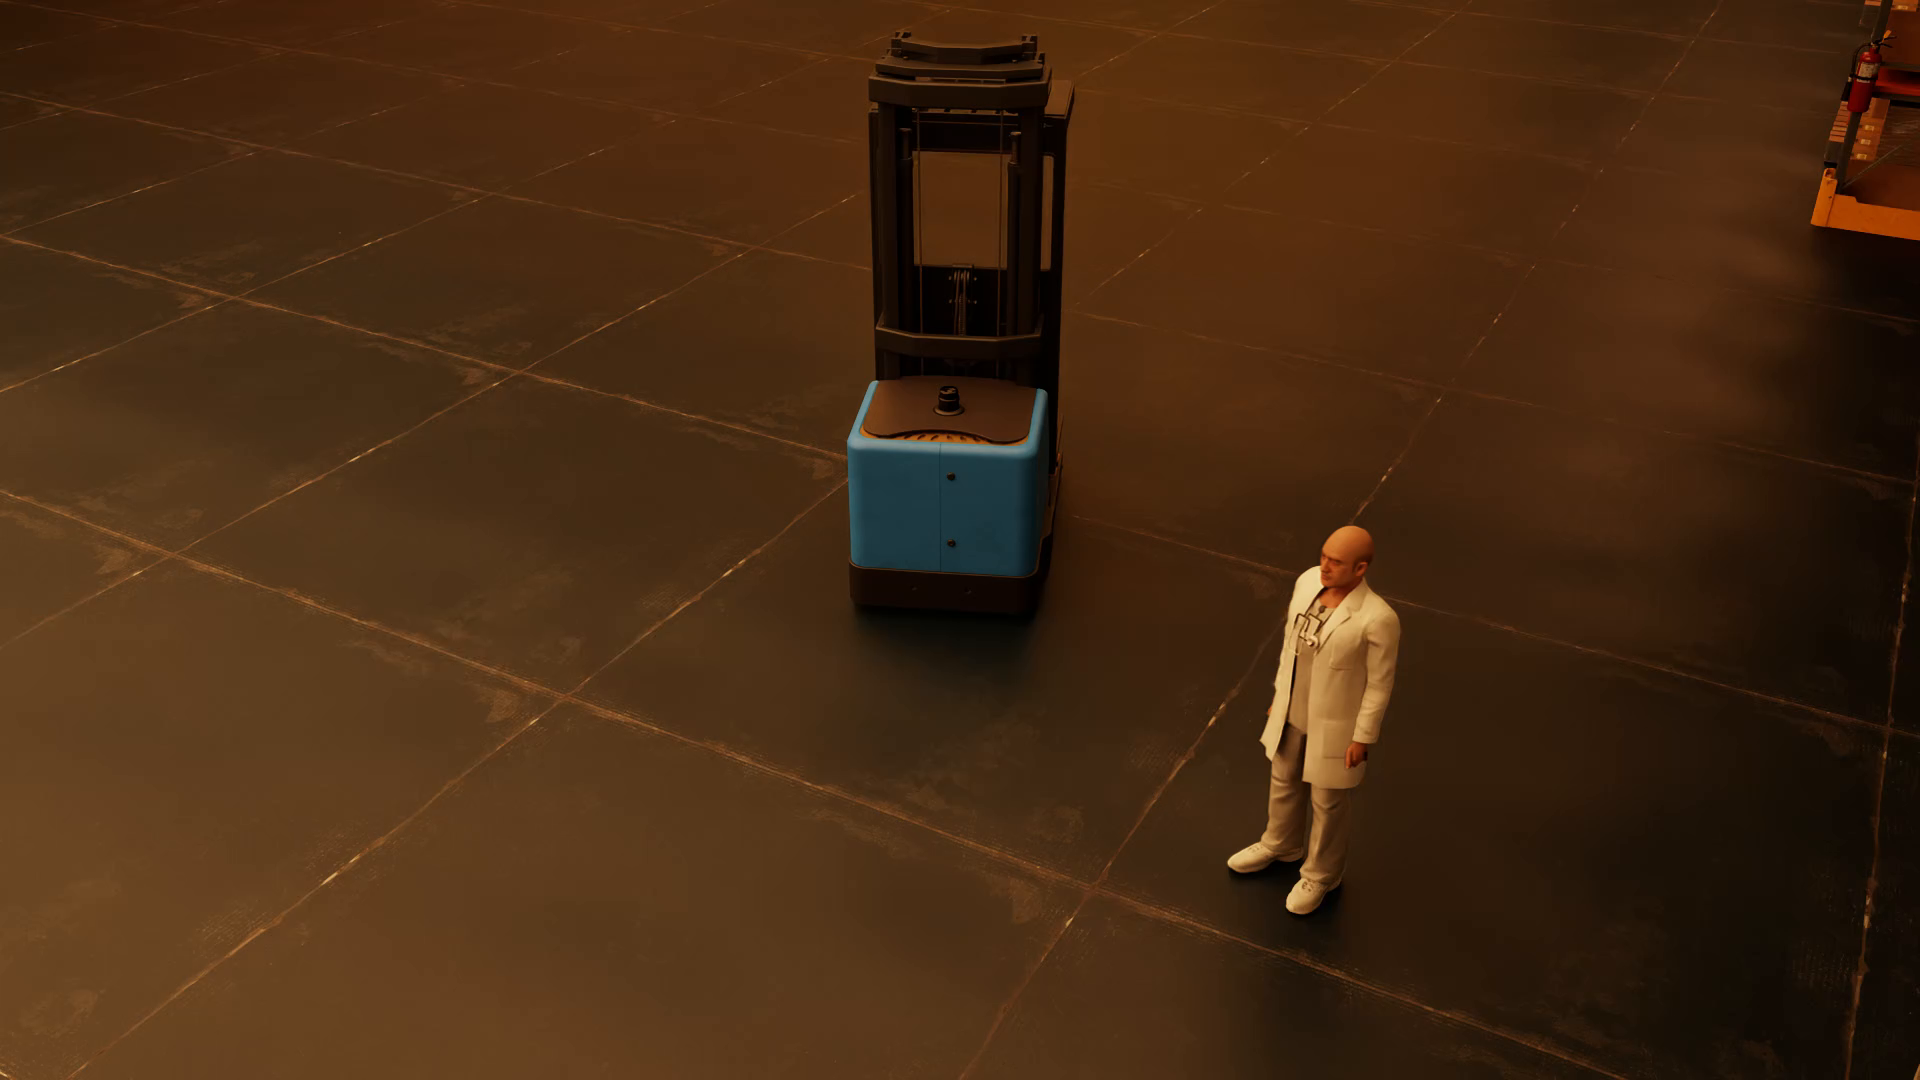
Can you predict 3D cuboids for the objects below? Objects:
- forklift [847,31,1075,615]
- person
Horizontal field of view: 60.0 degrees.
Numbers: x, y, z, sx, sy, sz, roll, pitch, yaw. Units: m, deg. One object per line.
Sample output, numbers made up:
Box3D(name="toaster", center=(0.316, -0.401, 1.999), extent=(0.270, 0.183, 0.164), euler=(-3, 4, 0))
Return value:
Box3D(name="forklift", center=(0.072, -1.572, 9.794), extent=(1.130, 2.935, 3.031), euler=(3, 30, 6))
Box3D(name="person", center=(1.485, 0.746, 6.928), extent=(0.386, 1.782, 0.548), euler=(-20, 36, -31))
